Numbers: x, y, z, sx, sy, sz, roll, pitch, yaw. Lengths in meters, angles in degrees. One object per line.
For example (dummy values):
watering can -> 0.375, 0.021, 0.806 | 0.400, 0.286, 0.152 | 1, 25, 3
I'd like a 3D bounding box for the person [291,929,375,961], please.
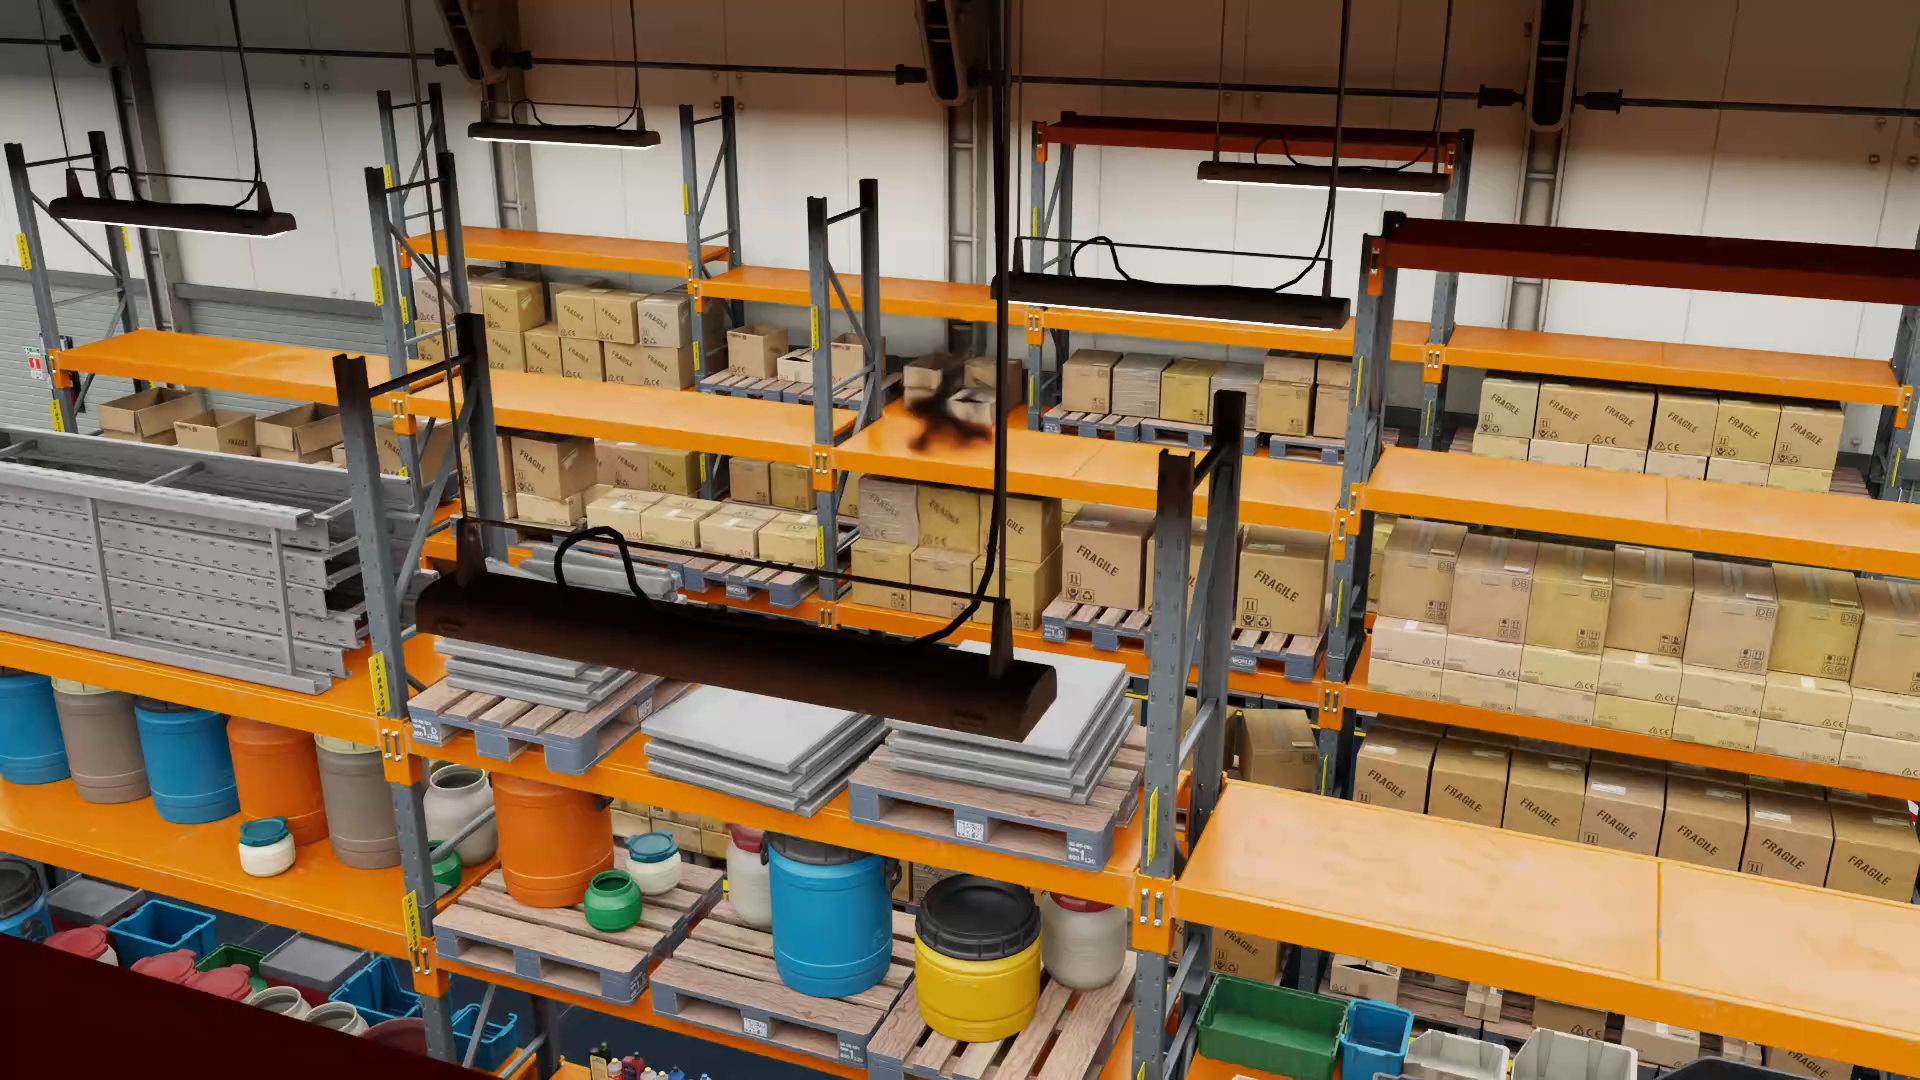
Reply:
person -> -4.918, 2.768, 12.813 | 0.696, 1.665, 0.617 | 4, 21, 10
